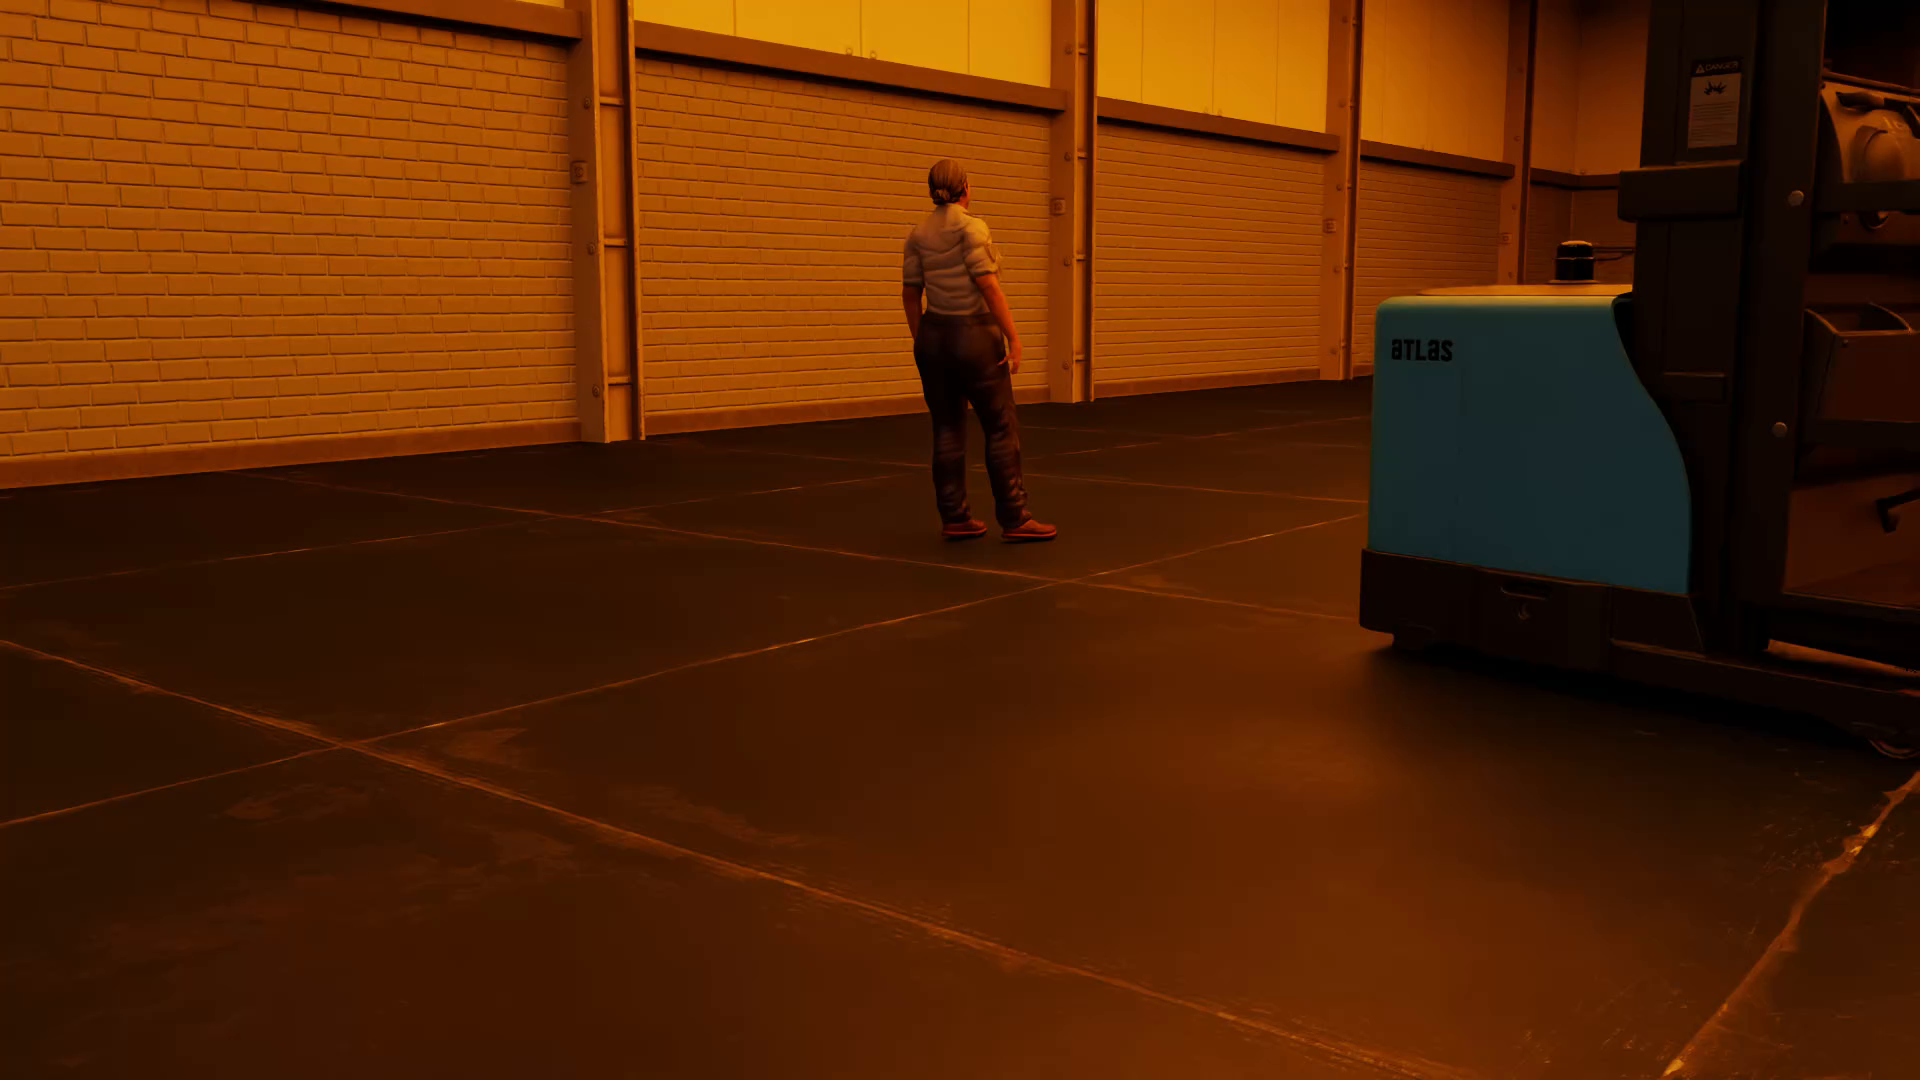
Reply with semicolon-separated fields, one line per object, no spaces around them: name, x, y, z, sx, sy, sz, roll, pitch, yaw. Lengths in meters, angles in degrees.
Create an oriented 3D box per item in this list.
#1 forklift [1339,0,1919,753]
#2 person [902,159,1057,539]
forklift;2.504;-1.004;4.146;1.130;2.935;3.031;-7;11;-39
person;0.075;-0.830;7.340;0.598;1.651;0.502;7;11;38
